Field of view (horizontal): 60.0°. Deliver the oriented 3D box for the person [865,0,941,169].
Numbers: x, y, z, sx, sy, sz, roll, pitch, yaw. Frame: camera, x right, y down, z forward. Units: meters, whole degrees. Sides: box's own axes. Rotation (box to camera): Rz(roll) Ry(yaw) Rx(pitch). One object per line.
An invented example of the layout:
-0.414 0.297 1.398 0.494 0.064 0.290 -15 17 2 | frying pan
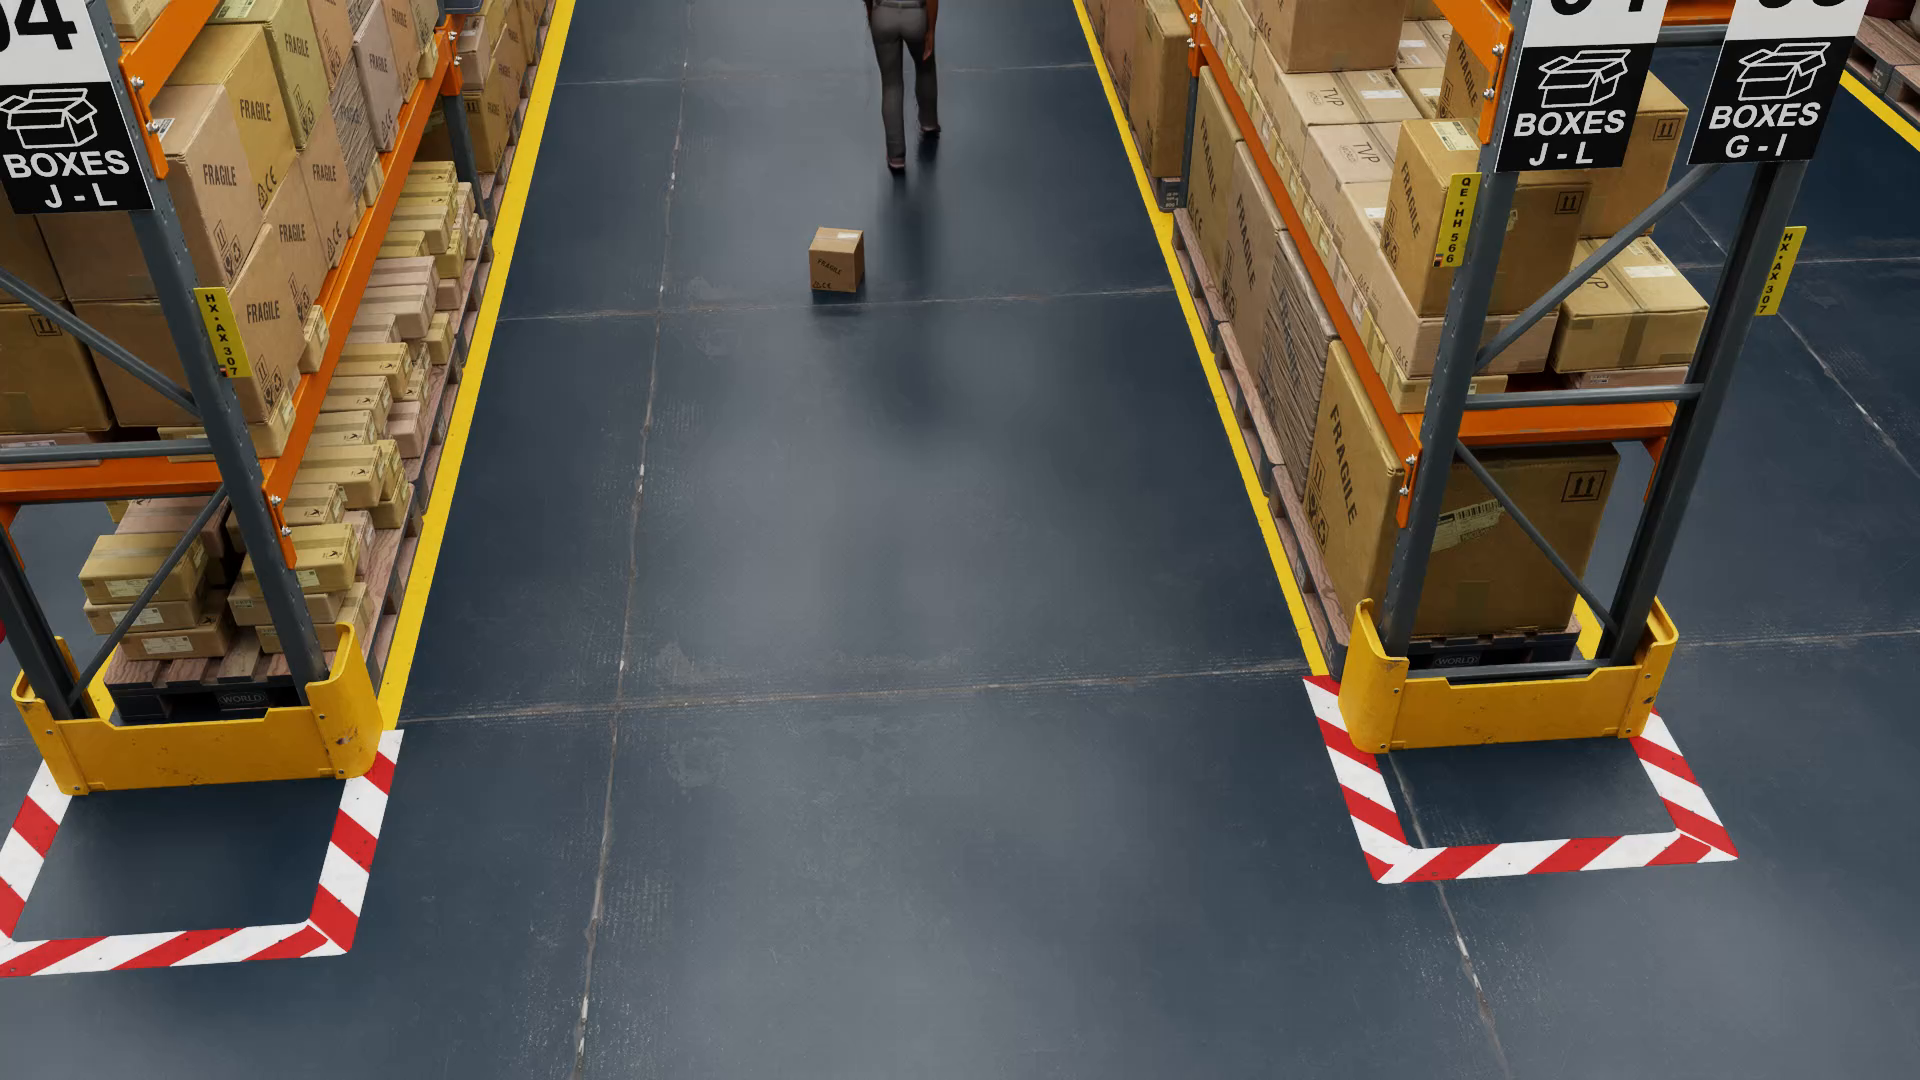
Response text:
-0.345 -3.090 9.939 0.463 1.681 0.763 2 39 2 | person
